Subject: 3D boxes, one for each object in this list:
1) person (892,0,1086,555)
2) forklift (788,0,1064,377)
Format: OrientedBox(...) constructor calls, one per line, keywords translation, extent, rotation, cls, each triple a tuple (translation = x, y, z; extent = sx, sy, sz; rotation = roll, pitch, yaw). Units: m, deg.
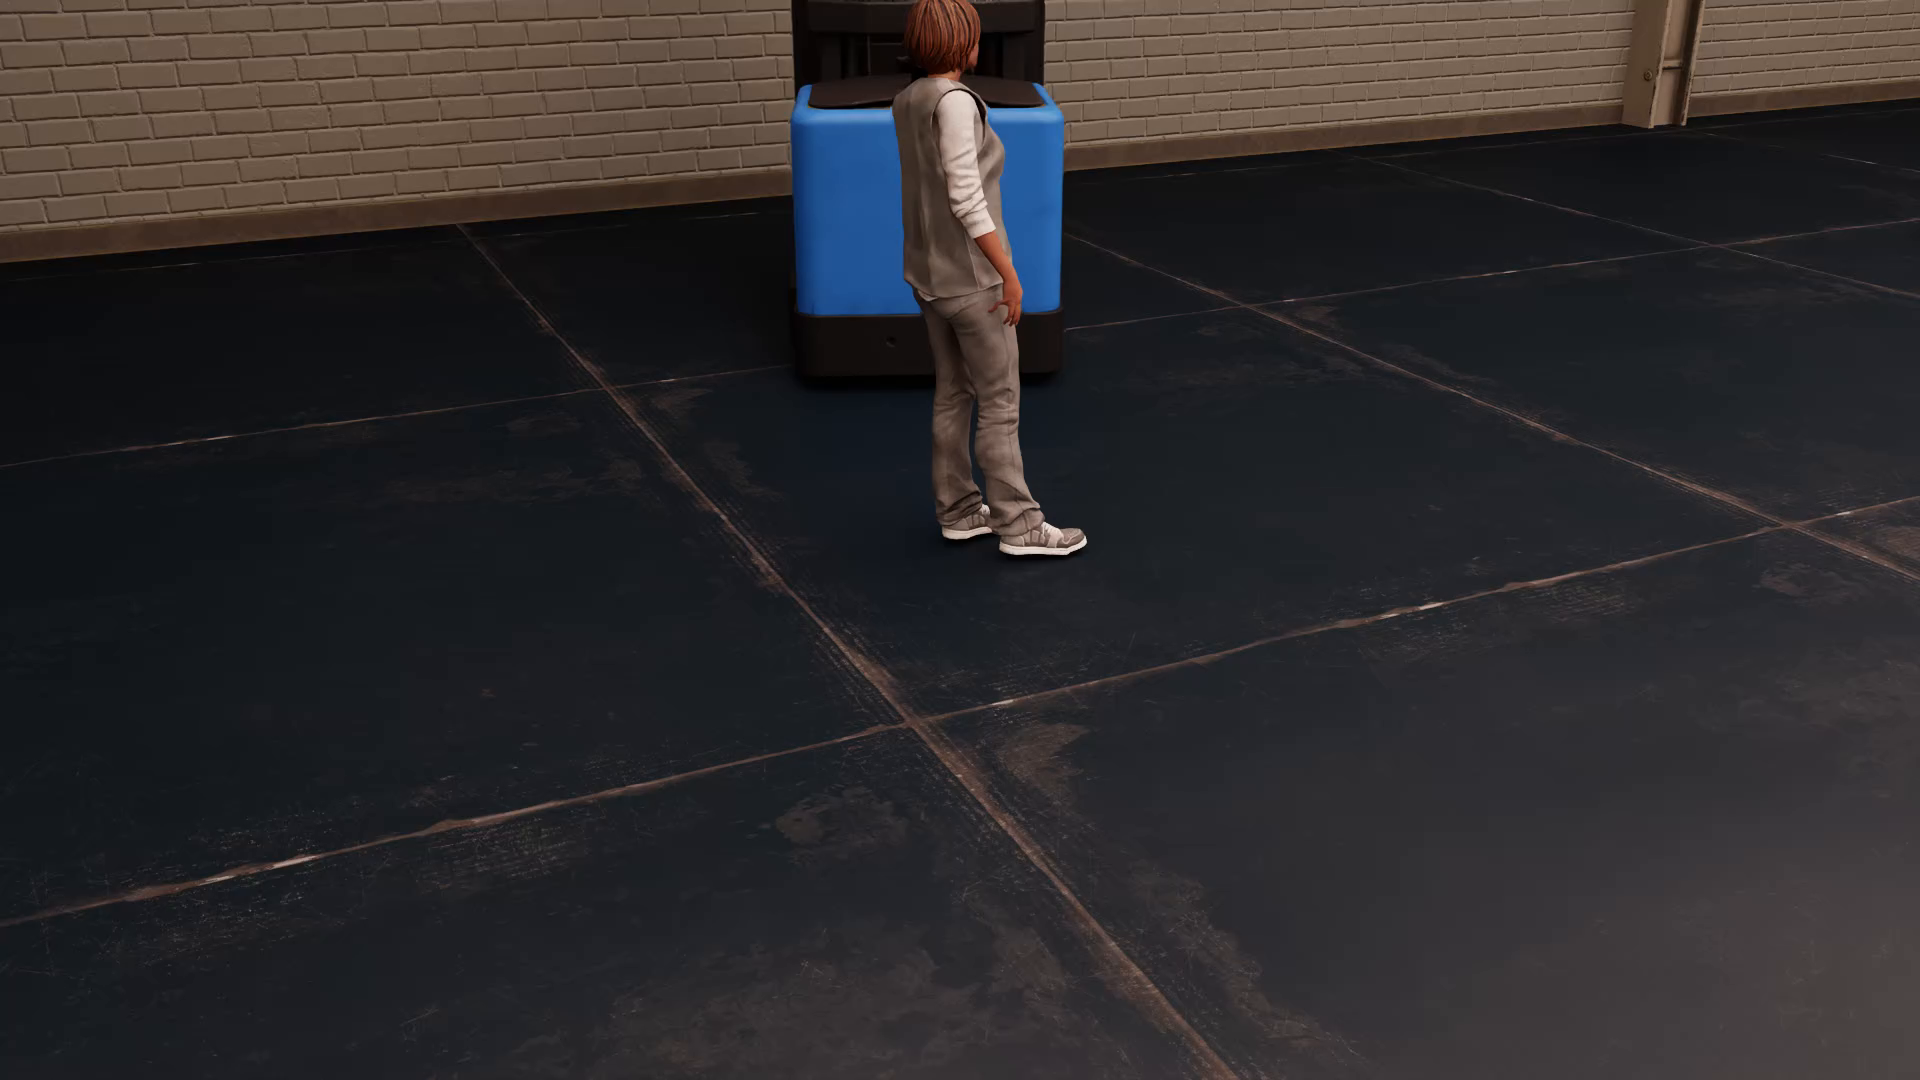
OrientedBox(translation=(0.073, -0.708, 4.832), extent=(0.474, 1.504, 0.519), rotation=(-10, 25, -23), cls="person")
OrientedBox(translation=(-0.192, -2.508, 7.324), extent=(1.130, 2.935, 3.031), rotation=(-1, 23, -3), cls="forklift")
